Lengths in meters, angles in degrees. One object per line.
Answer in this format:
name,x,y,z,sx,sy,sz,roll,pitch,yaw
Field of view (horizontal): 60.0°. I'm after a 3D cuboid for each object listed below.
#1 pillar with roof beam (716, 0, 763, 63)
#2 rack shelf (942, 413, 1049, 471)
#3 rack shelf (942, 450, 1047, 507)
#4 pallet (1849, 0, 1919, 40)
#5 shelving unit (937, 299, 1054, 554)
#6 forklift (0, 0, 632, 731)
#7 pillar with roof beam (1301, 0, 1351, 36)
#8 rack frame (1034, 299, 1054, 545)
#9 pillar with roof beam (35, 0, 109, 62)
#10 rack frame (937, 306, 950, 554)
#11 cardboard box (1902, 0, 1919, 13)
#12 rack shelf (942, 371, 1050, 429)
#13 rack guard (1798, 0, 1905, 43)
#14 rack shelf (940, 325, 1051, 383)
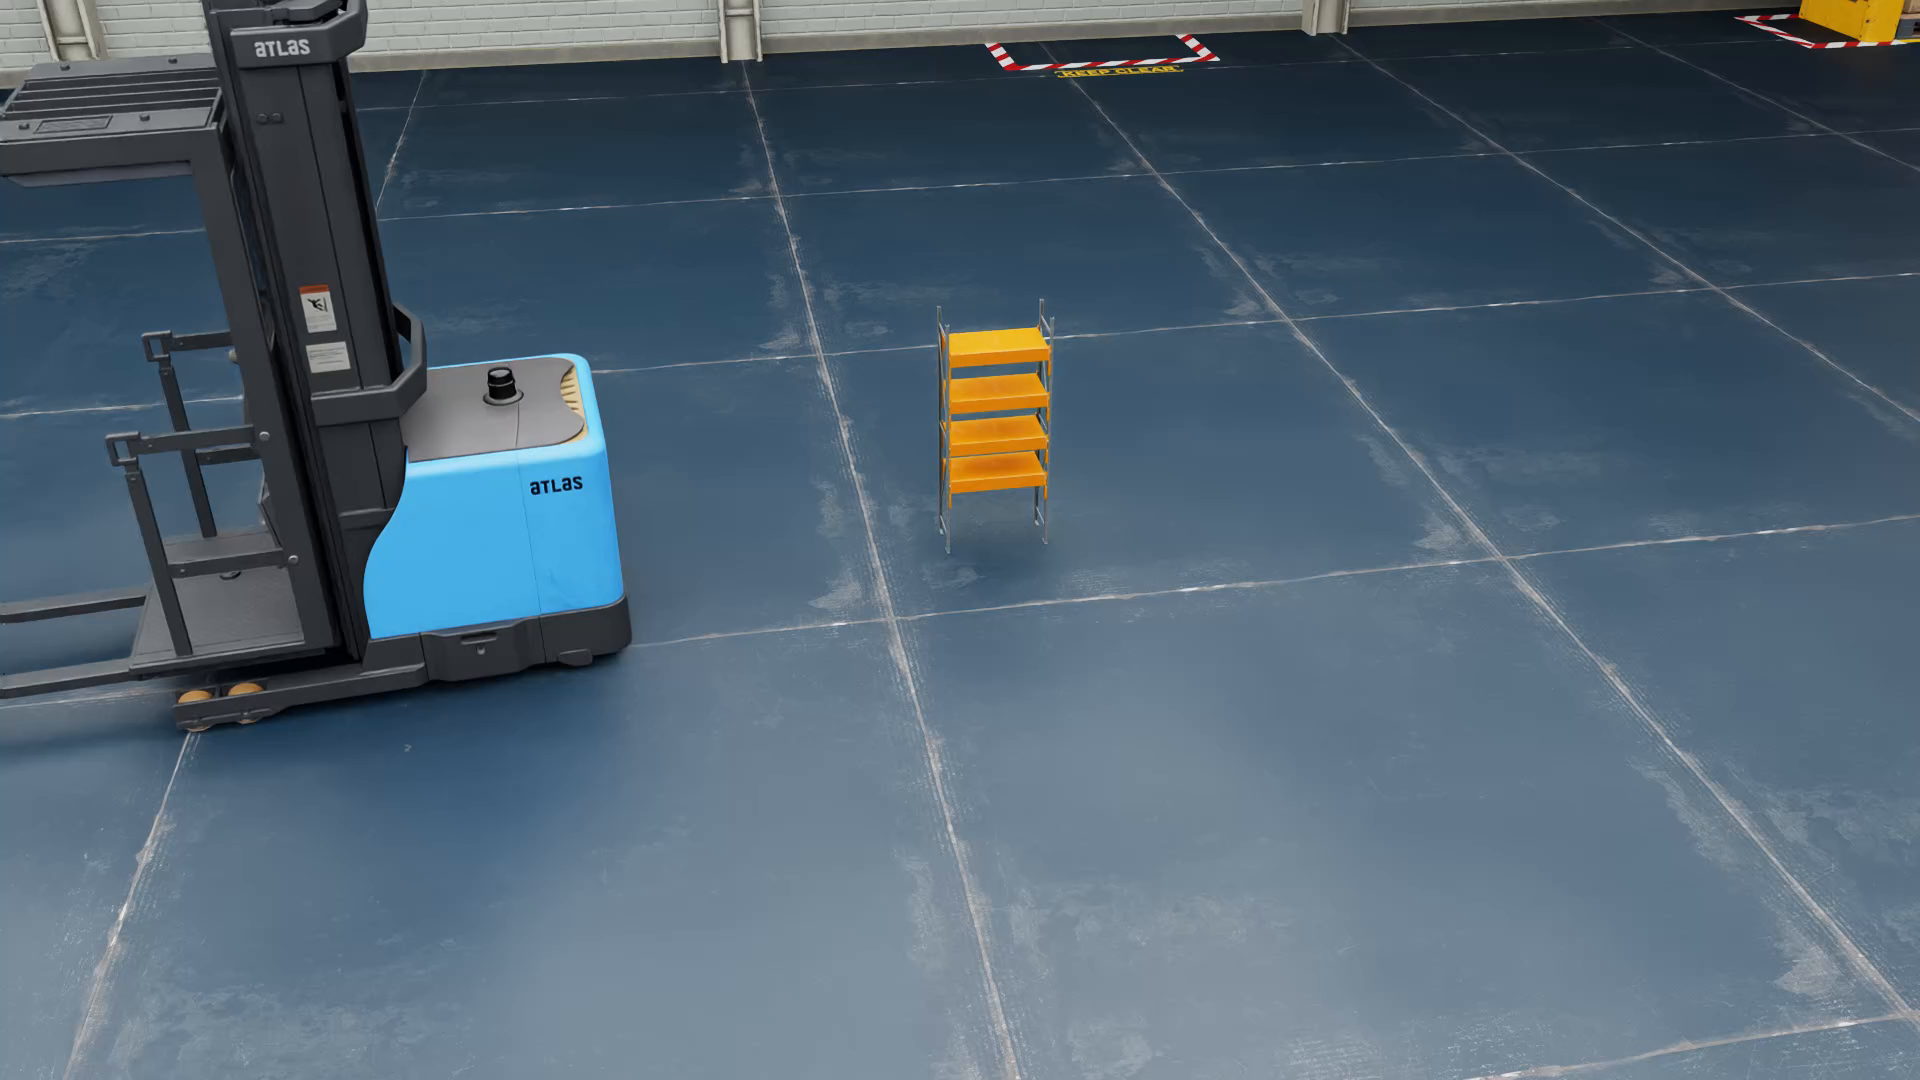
pillar with roof beam,-1.364,-6.449,10.340,0.400,9.000,9.100,-5,31,-9
rack shelf,0.163,-0.474,8.006,0.480,0.148,0.258,-5,31,-9
rack shelf,0.163,-0.303,8.106,0.480,0.148,0.258,-5,31,-9
pallet,10.011,-5.471,17.347,1.213,0.211,1.003,-5,31,-9
shelving unit,0.163,-0.532,7.972,0.503,1.200,0.258,-5,31,-9
forklift,-3.027,-0.769,6.666,3.031,2.935,1.130,-8,31,-13
pillar with roof beam,4.537,-6.997,11.272,0.400,9.000,9.100,-5,31,-9
rack frame,0.403,-0.555,8.009,0.015,1.200,0.240,-5,31,-9
pillar with roof beam,-7.266,-5.902,9.409,0.400,9.000,9.100,-5,31,-9
rack frame,-0.077,-0.510,7.934,0.015,1.200,0.240,-5,31,-9
cardboard box,9.828,-5.659,17.133,0.500,0.311,0.500,-9,32,-15
rack shelf,0.163,-0.667,7.892,0.480,0.148,0.258,-5,31,-9
rack guard,9.206,-5.539,17.178,0.348,0.500,1.175,-5,31,-9
rack shelf,0.163,-0.871,7.772,0.480,0.148,0.258,-5,31,-9
